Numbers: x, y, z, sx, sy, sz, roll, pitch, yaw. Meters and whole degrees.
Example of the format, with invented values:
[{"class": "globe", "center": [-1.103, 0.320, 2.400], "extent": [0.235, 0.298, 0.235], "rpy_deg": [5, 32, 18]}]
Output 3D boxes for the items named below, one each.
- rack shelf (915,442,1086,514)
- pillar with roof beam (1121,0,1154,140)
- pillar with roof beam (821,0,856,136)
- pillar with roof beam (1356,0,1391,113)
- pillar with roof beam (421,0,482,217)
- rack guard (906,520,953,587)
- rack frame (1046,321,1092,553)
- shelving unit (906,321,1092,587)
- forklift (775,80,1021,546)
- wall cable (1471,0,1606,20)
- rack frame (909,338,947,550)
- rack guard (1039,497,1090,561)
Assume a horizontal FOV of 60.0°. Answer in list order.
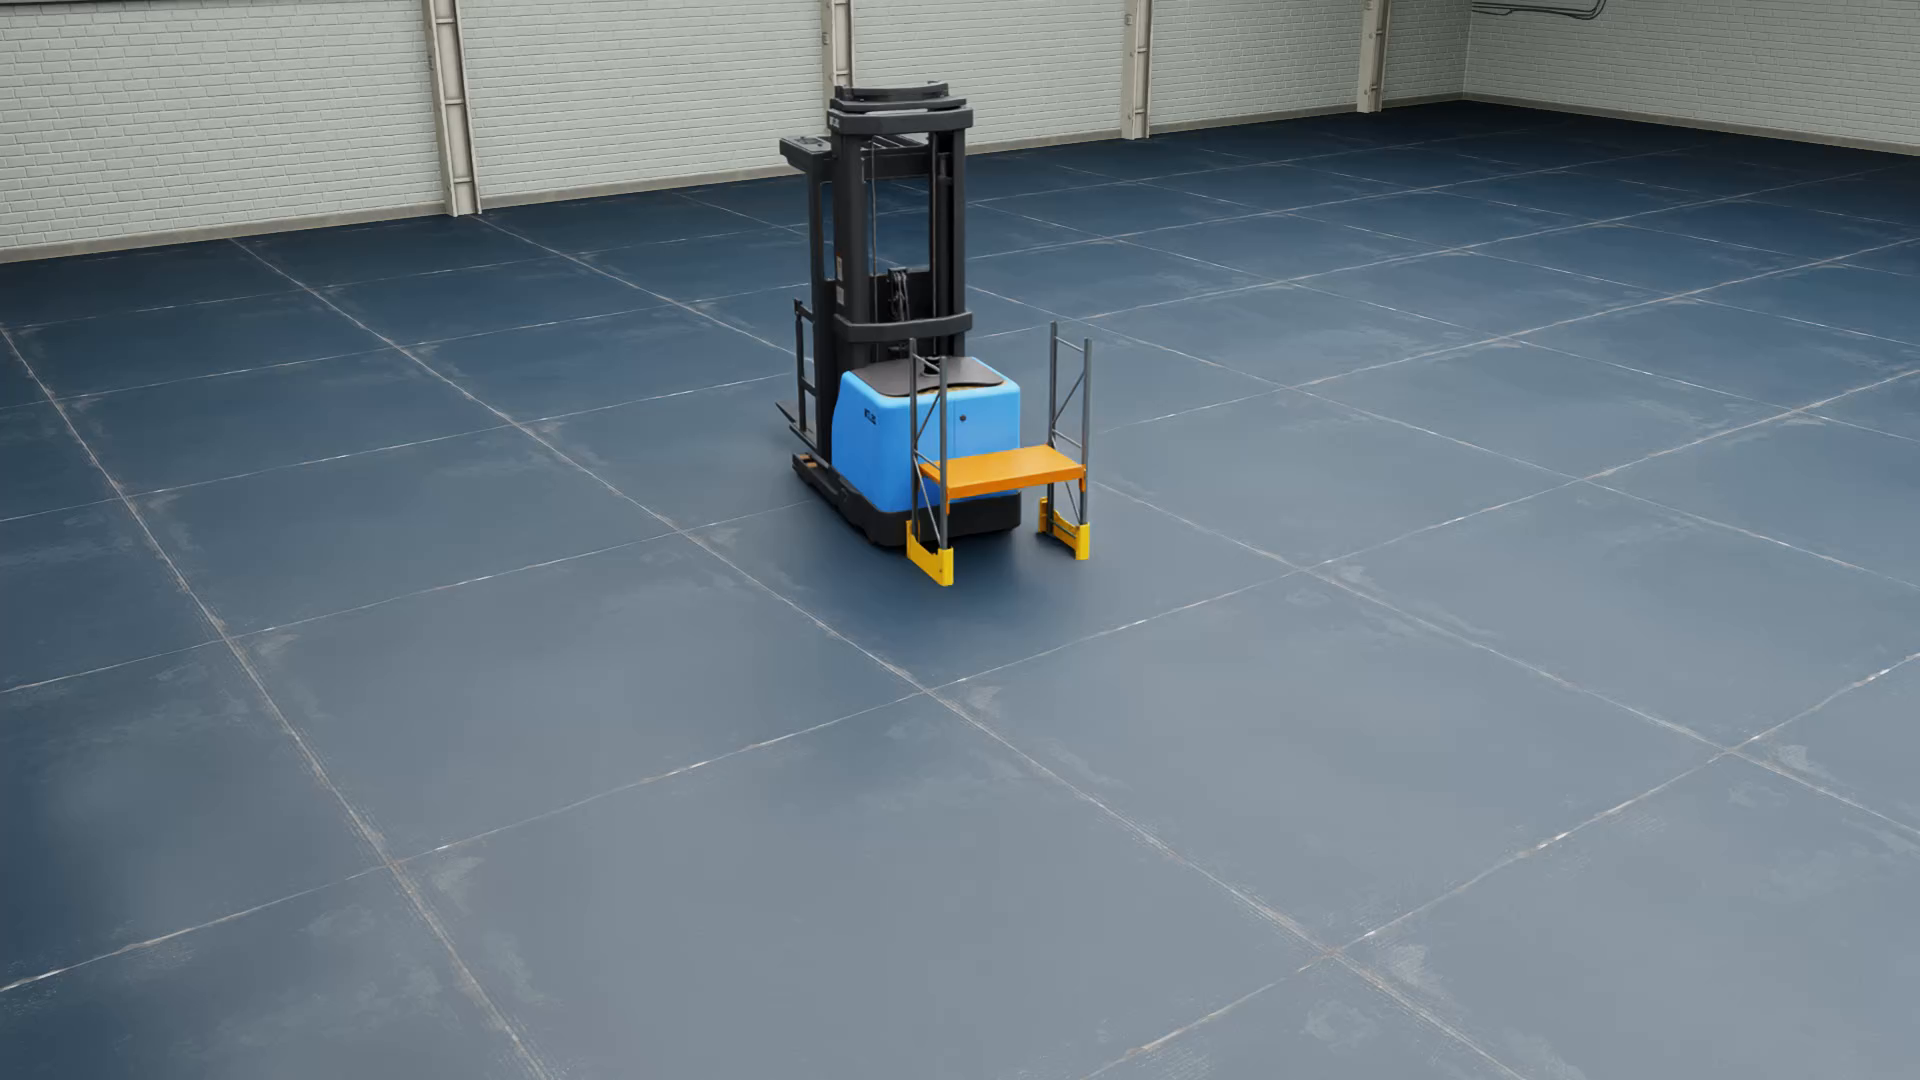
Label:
[{"class": "rack shelf", "center": [0.258, -0.413, 10.894], "extent": [1.000, 0.185, 0.538], "rpy_deg": [-10, 24, -23]}, {"class": "pillar with roof beam", "center": [5.555, -9.893, 24.048], "extent": [0.400, 9.000, 9.100], "rpy_deg": [-15, 26, -33]}, {"class": "pillar with roof beam", "center": [0.685, -8.595, 20.793], "extent": [0.400, 9.000, 9.100], "rpy_deg": [-15, 26, -33]}, {"class": "pillar with roof beam", "center": [10.426, -11.192, 27.302], "extent": [0.400, 9.000, 9.100], "rpy_deg": [-15, 26, -33]}, {"class": "pillar with roof beam", "center": [-4.186, -7.296, 17.539], "extent": [0.400, 9.000, 9.100], "rpy_deg": [-15, 26, -33]}, {"class": "rack guard", "center": [-0.200, 0.080, 10.857], "extent": [0.087, 0.250, 0.587], "rpy_deg": [-10, 24, -23]}, {"class": "rack frame", "center": [0.718, -0.661, 11.029], "extent": [0.032, 1.500, 0.500], "rpy_deg": [-10, 24, -23]}, {"class": "shelving unit", "center": [0.250, -0.579, 10.824], "extent": [1.083, 1.500, 0.587], "rpy_deg": [-10, 24, -23]}, {"class": "forklift", "center": [-0.620, -1.833, 12.035], "extent": [1.130, 2.935, 3.031], "rpy_deg": [-9, 23, -21]}, {"class": "wall cable", "center": [11.075, -11.285, 31.724], "extent": [0.112, 2.526, 3.097], "rpy_deg": [-15, 26, -33]}, {"class": "rack frame", "center": [-0.201, -0.500, 10.625], "extent": [0.032, 1.500, 0.500], "rpy_deg": [-10, 24, -23]}, {"class": "rack guard", "center": [0.700, -0.077, 11.253], "extent": [0.087, 0.250, 0.587], "rpy_deg": [-10, 24, -23]}]
